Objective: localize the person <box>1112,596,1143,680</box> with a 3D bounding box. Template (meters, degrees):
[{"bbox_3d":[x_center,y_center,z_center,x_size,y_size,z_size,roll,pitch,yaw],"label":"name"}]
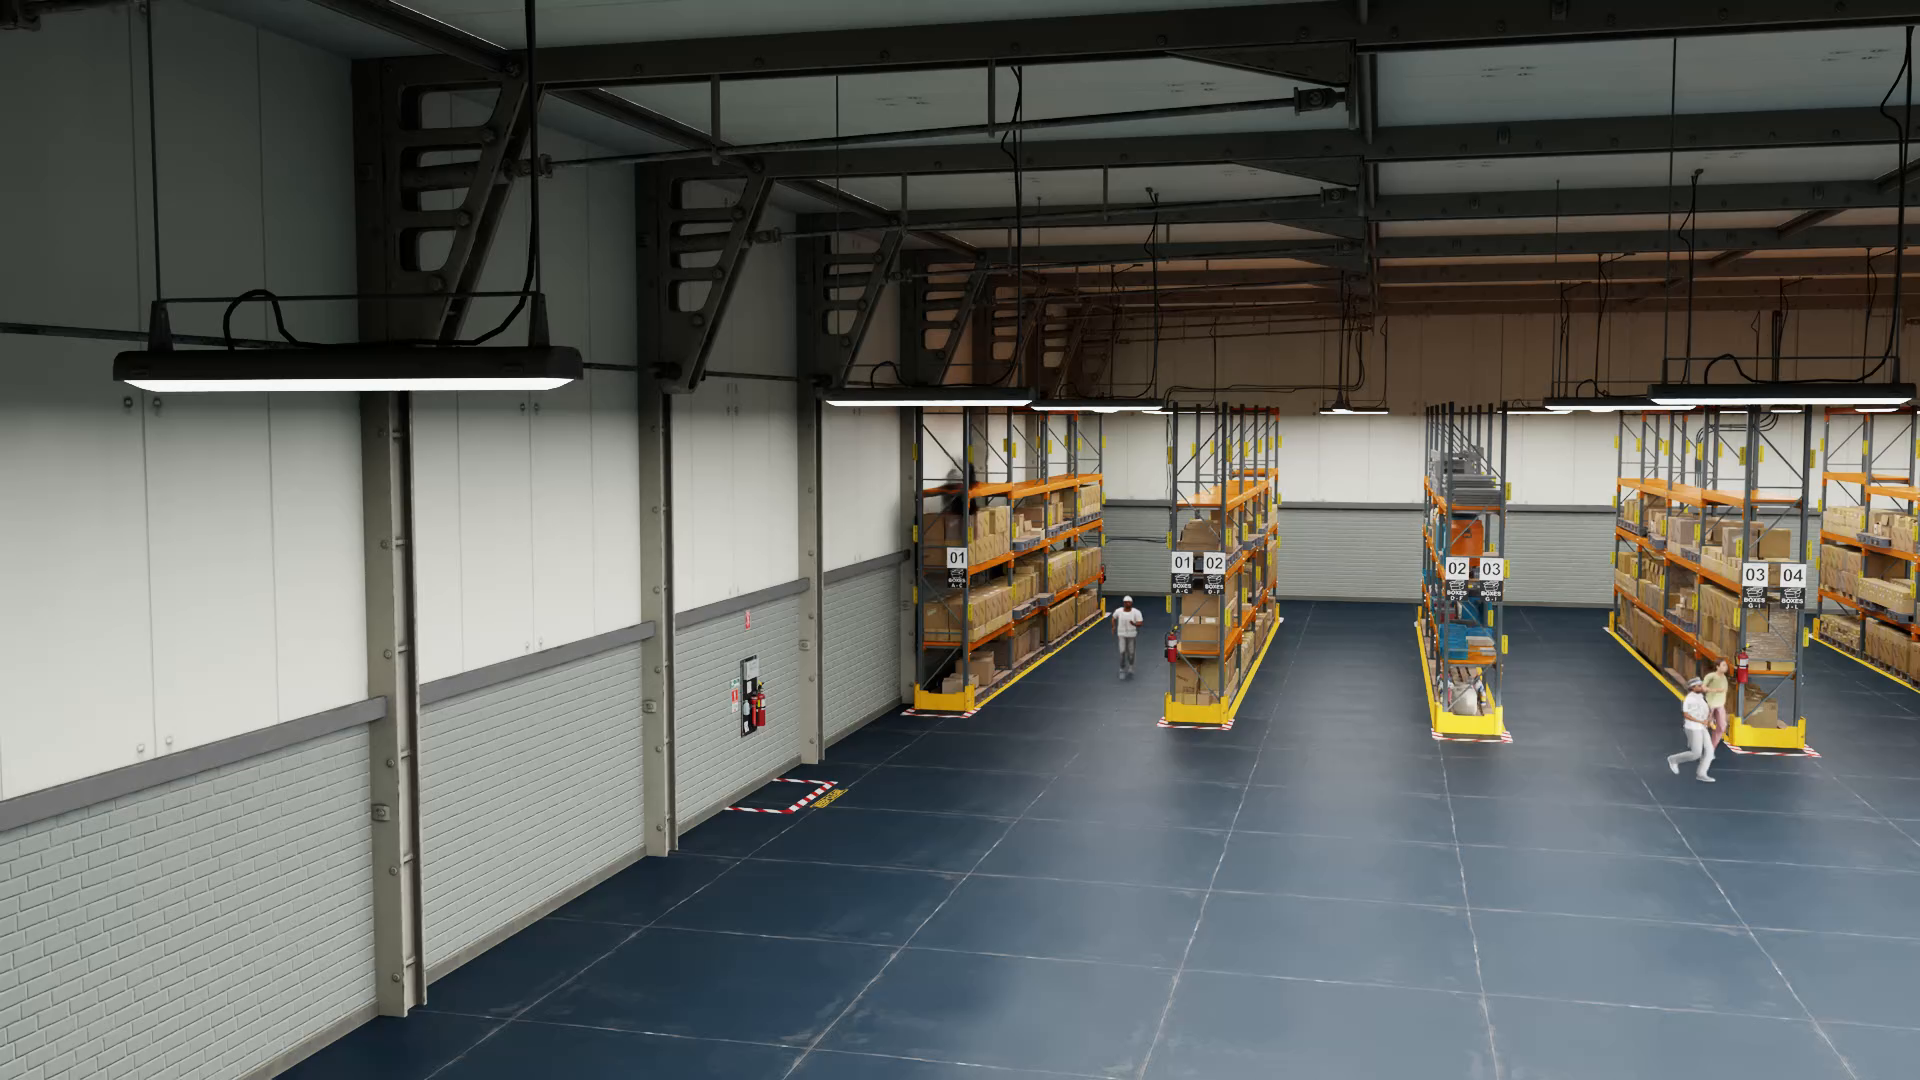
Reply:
[{"bbox_3d":[3.674,2.122,36.566,0.686,1.795,0.880,1,4,7],"label":"person"}]

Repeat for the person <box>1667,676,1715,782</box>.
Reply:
[{"bbox_3d":[11.564,2.957,26.198,0.581,1.654,0.703,-4,6,-44],"label":"person"}]

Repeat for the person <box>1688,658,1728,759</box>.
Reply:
[{"bbox_3d":[12.762,2.827,28.139,0.586,1.681,0.687,-1,4,-9],"label":"person"}]
